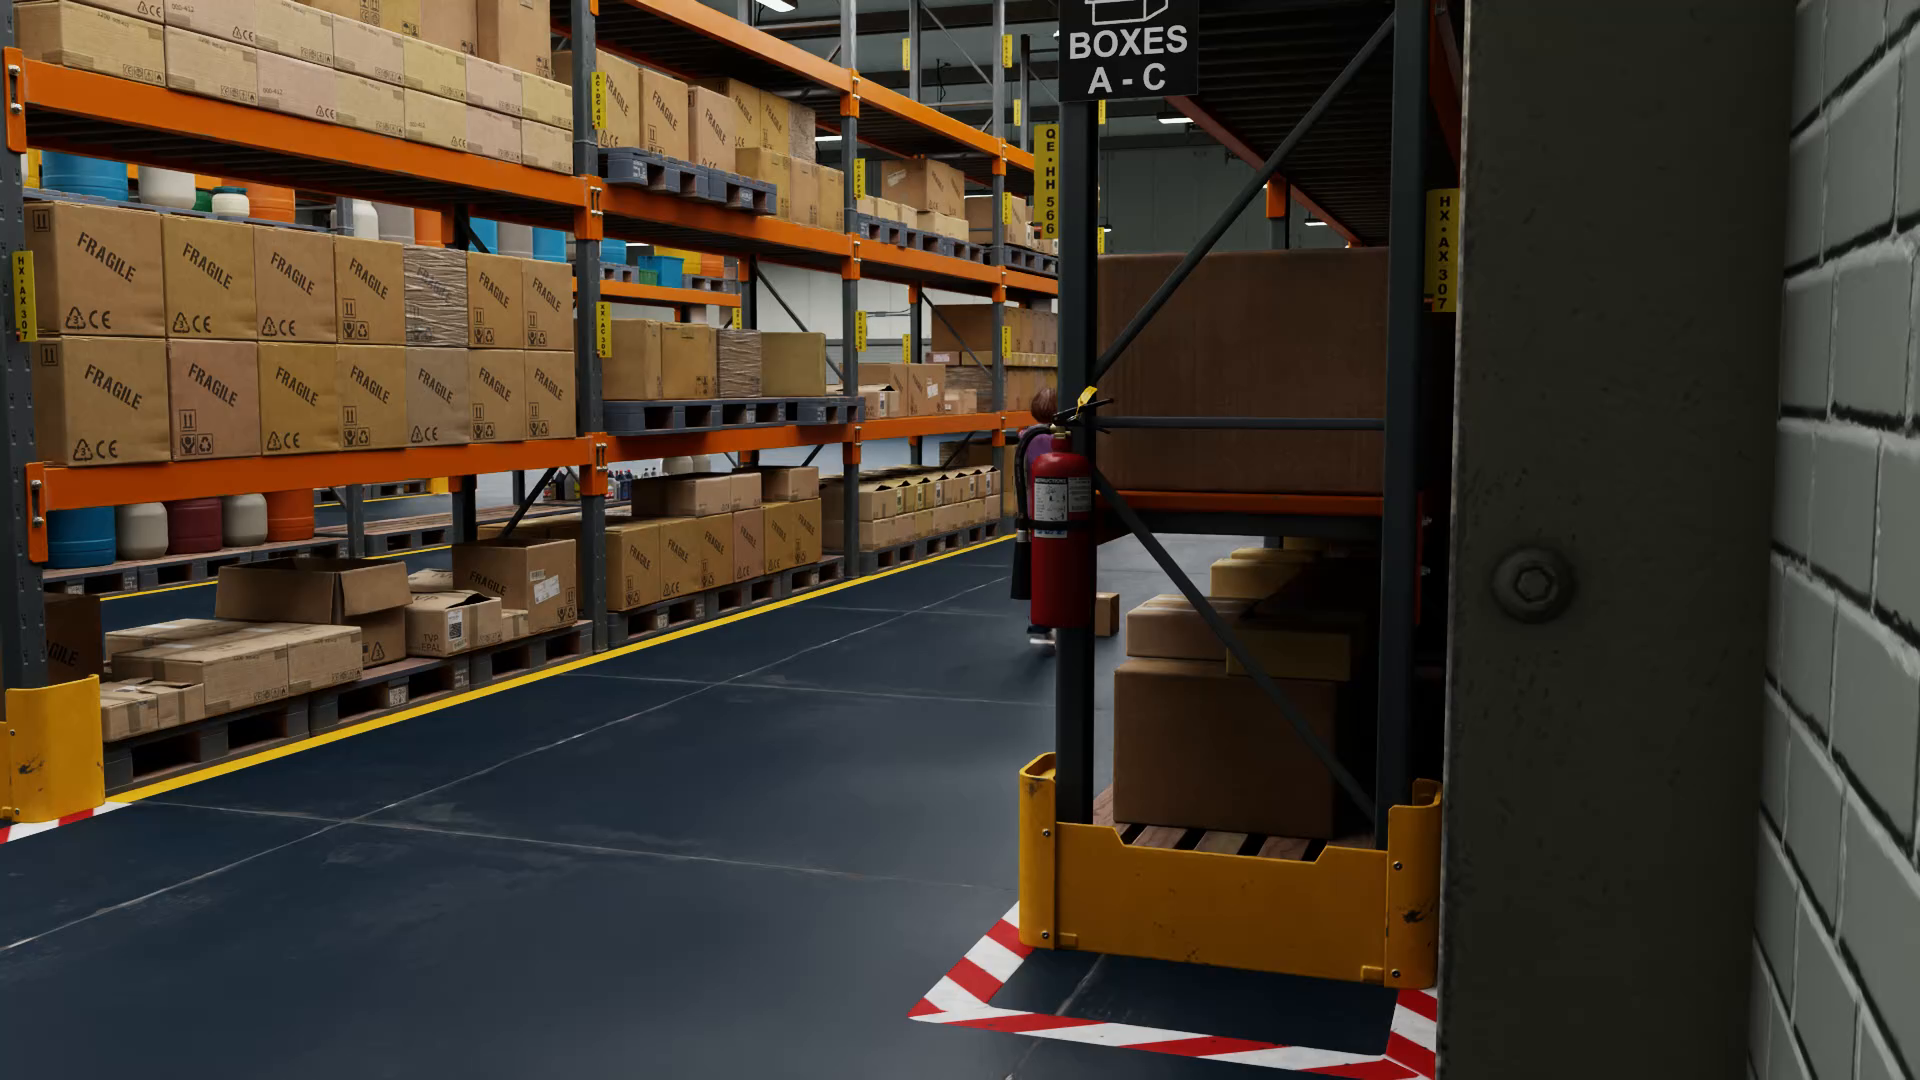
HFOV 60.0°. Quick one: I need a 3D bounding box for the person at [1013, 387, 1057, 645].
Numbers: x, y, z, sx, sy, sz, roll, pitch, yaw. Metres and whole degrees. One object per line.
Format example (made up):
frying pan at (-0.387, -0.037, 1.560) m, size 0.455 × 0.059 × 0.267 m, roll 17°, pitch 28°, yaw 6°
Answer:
person at (0.614, -0.160, 10.264) m, size 0.422 × 1.563 × 0.826 m, roll 3°, pitch 6°, yaw 32°
